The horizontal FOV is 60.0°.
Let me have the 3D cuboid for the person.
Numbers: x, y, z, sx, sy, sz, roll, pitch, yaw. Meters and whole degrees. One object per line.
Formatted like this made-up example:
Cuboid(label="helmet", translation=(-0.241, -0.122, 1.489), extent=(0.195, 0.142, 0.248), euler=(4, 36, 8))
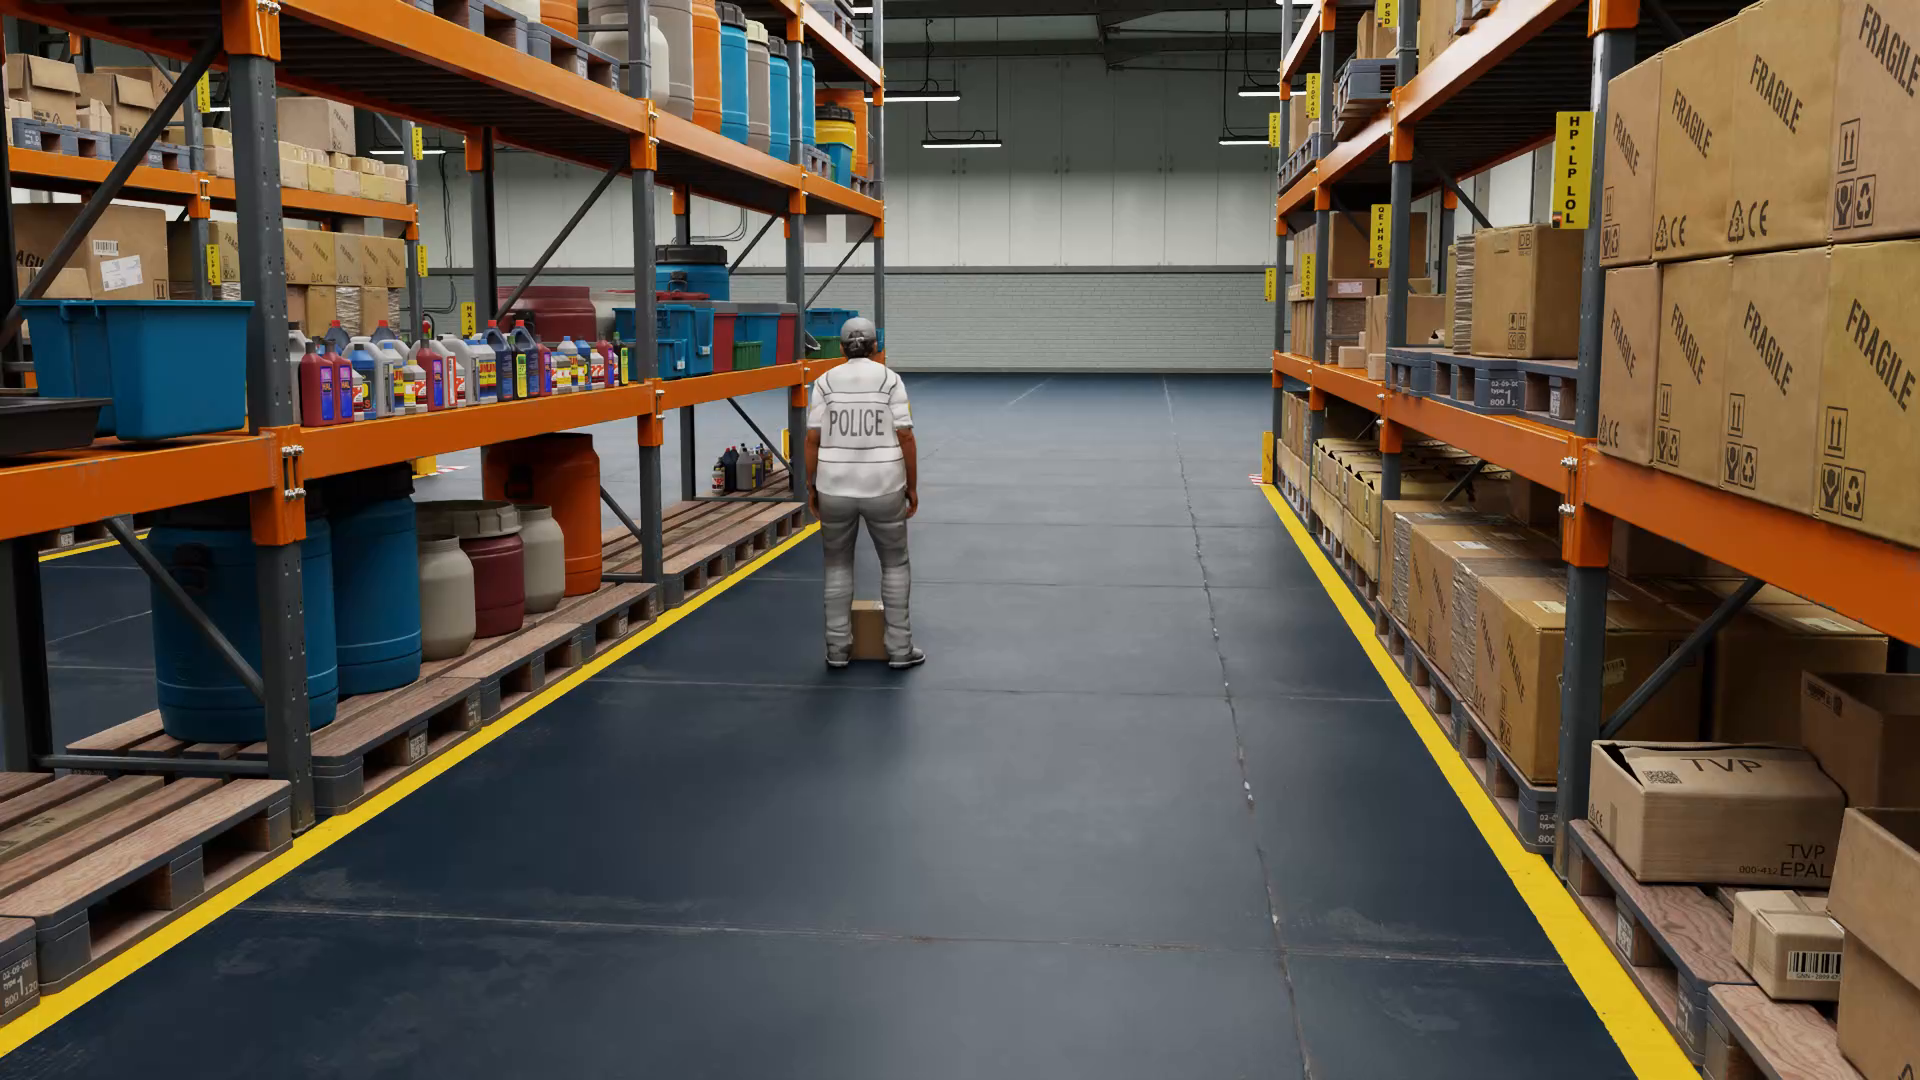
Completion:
Cuboid(label="person", translation=(-0.454, -0.226, 7.941), extent=(0.558, 1.667, 0.467), euler=(1, 8, 4))
